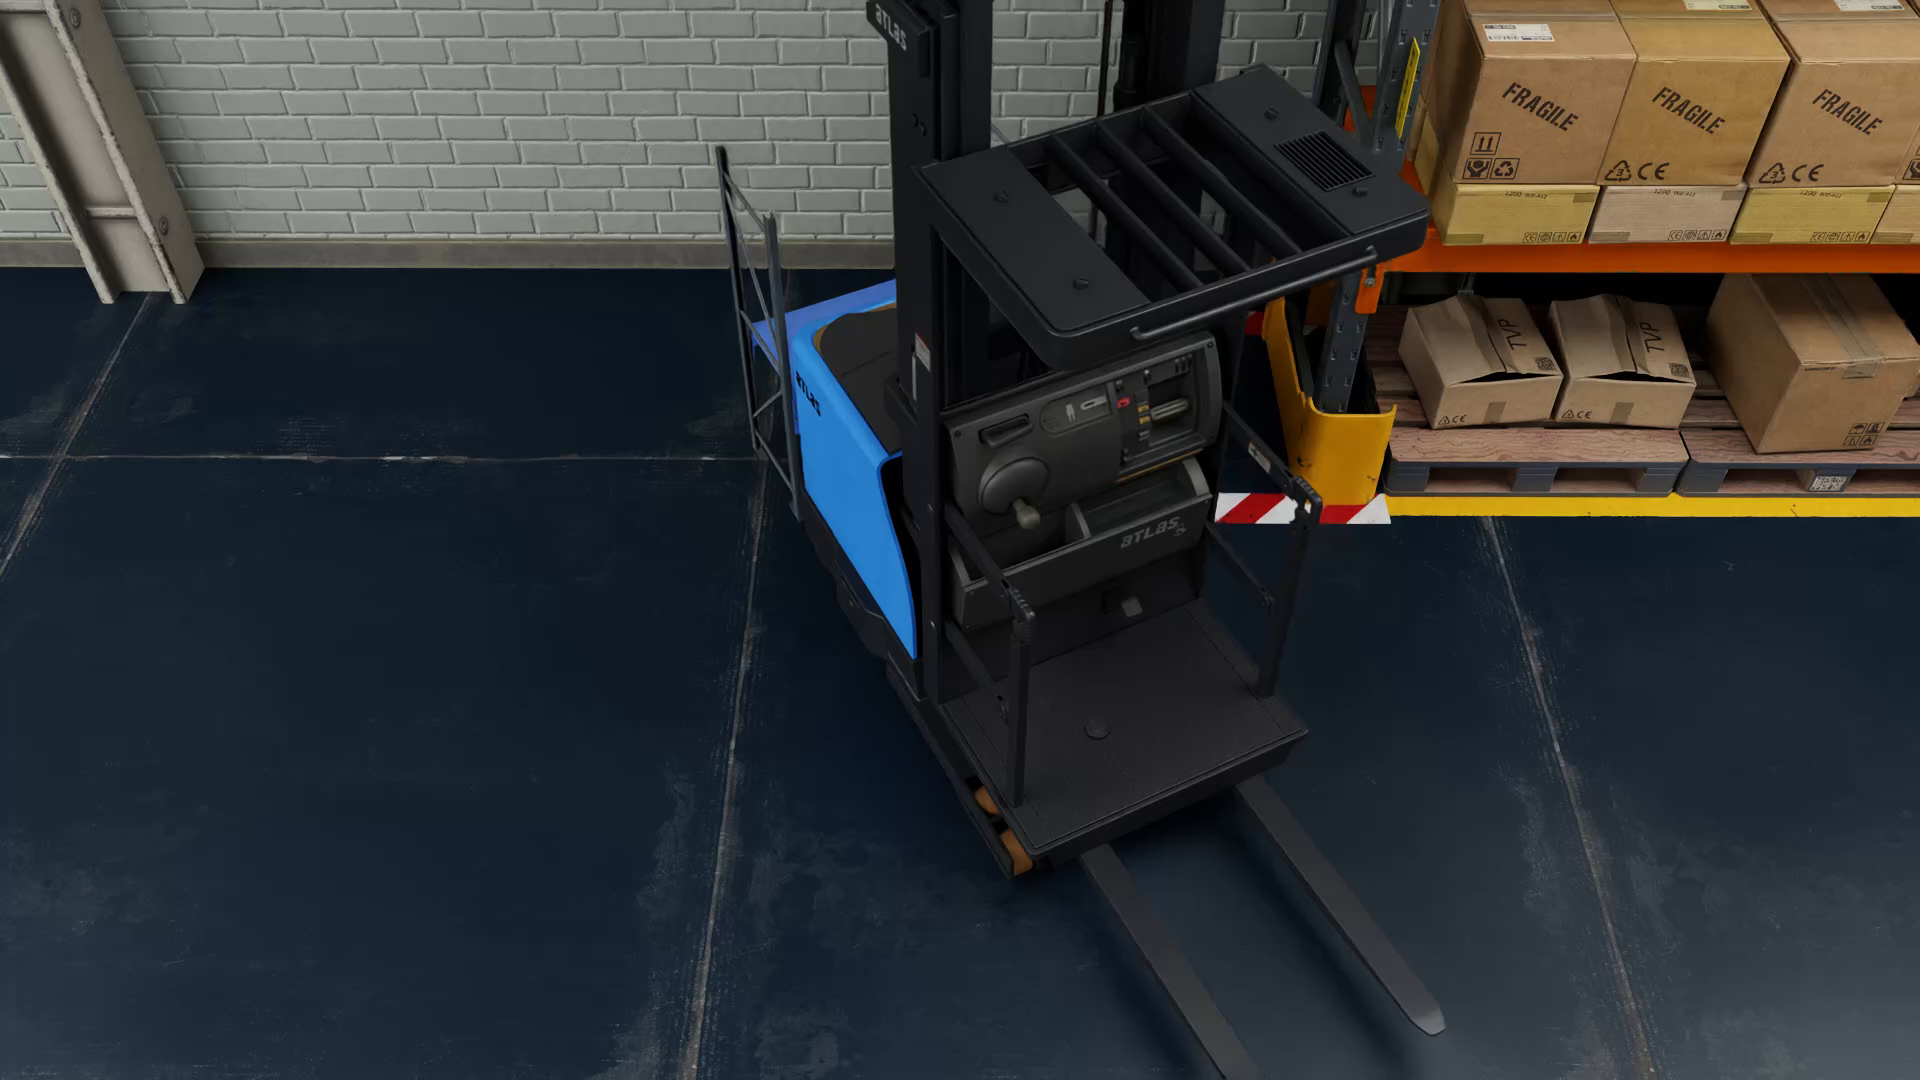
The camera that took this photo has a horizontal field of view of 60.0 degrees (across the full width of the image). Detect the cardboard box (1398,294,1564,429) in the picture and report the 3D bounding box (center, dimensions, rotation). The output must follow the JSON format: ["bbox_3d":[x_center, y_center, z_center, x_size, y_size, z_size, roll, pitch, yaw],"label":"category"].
[{"bbox_3d":[2.170,-0.761,6.945,0.500,0.311,0.500,-5,47,-4],"label":"cardboard box"}]

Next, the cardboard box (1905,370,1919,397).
[{"bbox_3d":[3.880,-0.781,7.075,0.250,0.149,0.380,-3,47,-3],"label":"cardboard box"}]

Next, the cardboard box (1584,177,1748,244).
[{"bbox_3d":[2.485,-1.326,6.024,0.500,0.250,0.500,-1,47,-1],"label":"cardboard box"}]

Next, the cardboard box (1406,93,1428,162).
[{"bbox_3d":[1.947,-1.691,6.364,0.500,0.250,0.500,1,47,1],"label":"cardboard box"}]

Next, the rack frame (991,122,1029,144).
[{"bbox_3d":[0.144,-1.095,6.744,0.032,1.500,0.500,-20,50,-18],"label":"rack frame"}]

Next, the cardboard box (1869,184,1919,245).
[{"bbox_3d":[3.500,-1.317,6.015,0.500,0.250,0.500,1,47,1],"label":"cardboard box"}]

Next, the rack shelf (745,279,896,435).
[{"bbox_3d":[-0.309,-0.804,6.719,1.000,0.185,0.538,-20,50,-18],"label":"rack shelf"}]

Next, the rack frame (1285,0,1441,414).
[{"bbox_3d":[1.479,-1.595,6.185,0.127,3.000,1.000,0,47,0],"label":"rack frame"}]

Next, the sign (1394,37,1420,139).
[{"bbox_3d":[1.477,-1.493,5.499,0.005,0.325,0.100,0,47,0],"label":"sign"}]

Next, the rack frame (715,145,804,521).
[{"bbox_3d":[-0.762,-0.757,6.430,0.032,1.500,0.500,-20,50,-18],"label":"rack frame"}]

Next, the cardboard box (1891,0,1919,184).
[{"bbox_3d":[3.482,-1.577,5.745,0.500,0.500,0.500,1,47,1],"label":"cardboard box"}]

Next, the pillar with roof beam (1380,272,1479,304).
[{"bbox_3d":[2.166,-1.119,1.644,0.400,9.000,9.100,0,47,0],"label":"pillar with roof beam"}]

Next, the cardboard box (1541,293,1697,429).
[{"bbox_3d":[2.741,-0.759,6.944,0.500,0.311,0.500,4,47,3],"label":"cardboard box"}]

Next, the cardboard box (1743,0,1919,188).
[{"bbox_3d":[2.966,-1.570,5.739,0.500,0.500,0.500,-1,47,-1],"label":"cardboard box"}]

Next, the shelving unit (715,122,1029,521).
[{"bbox_3d":[-0.309,-0.926,6.587,1.048,1.500,0.538,-20,50,-18],"label":"shelving unit"}]

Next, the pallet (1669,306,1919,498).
[{"bbox_3d":[3.584,-0.611,7.174,1.213,0.211,1.003,0,47,0],"label":"pallet"}]

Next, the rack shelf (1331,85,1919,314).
[{"bbox_3d":[3.479,-1.344,6.443,4.000,0.370,1.077,0,47,0],"label":"rack shelf"}]

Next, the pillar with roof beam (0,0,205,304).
[{"bbox_3d":[-3.834,-1.135,1.659,0.400,9.000,9.100,0,47,0],"label":"pillar with roof beam"}]

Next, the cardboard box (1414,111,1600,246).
[{"bbox_3d":[1.966,-1.317,6.015,0.500,0.250,0.500,-1,47,-1],"label":"cardboard box"}]

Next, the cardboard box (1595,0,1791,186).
[{"bbox_3d":[2.449,-1.576,5.744,0.500,0.500,0.500,0,47,0],"label":"cardboard box"}]

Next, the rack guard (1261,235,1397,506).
[{"bbox_3d":[1.555,-0.743,7.100,0.348,0.500,1.175,0,47,0],"label":"rack guard"}]

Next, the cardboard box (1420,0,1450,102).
[{"bbox_3d":[1.951,-1.960,6.102,0.500,0.500,0.500,0,47,0],"label":"cardboard box"}]

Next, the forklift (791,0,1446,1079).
[{"bbox_3d":[0.495,-0.234,4.966,1.130,2.935,3.031,-21,50,-18],"label":"forklift"}]

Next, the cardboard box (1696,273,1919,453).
[{"bbox_3d":[3.474,-0.785,6.839,0.500,0.500,0.700,-3,47,-2],"label":"cardboard box"}]

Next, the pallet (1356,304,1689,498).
[{"bbox_3d":[2.367,-0.616,7.179,1.213,0.211,1.003,0,47,0],"label":"pallet"}]

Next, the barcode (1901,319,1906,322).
[{"bbox_3d":[4.009,-0.921,7.129,0.075,0.075,0.001,0,47,0],"label":"barcode"}]

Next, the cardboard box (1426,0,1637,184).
[{"bbox_3d":[1.955,-1.585,5.752,0.500,0.500,0.500,0,47,0],"label":"cardboard box"}]

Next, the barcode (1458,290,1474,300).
[{"bbox_3d":[2.190,-1.057,7.214,0.075,0.075,0.001,0,47,0],"label":"barcode"}]

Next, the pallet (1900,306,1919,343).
[{"bbox_3d":[4.807,-0.610,7.173,1.213,0.211,1.003,0,47,0],"label":"pallet"}]

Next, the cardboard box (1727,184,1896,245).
[{"bbox_3d":[2.994,-1.320,6.018,0.500,0.250,0.500,-1,47,0],"label":"cardboard box"}]
